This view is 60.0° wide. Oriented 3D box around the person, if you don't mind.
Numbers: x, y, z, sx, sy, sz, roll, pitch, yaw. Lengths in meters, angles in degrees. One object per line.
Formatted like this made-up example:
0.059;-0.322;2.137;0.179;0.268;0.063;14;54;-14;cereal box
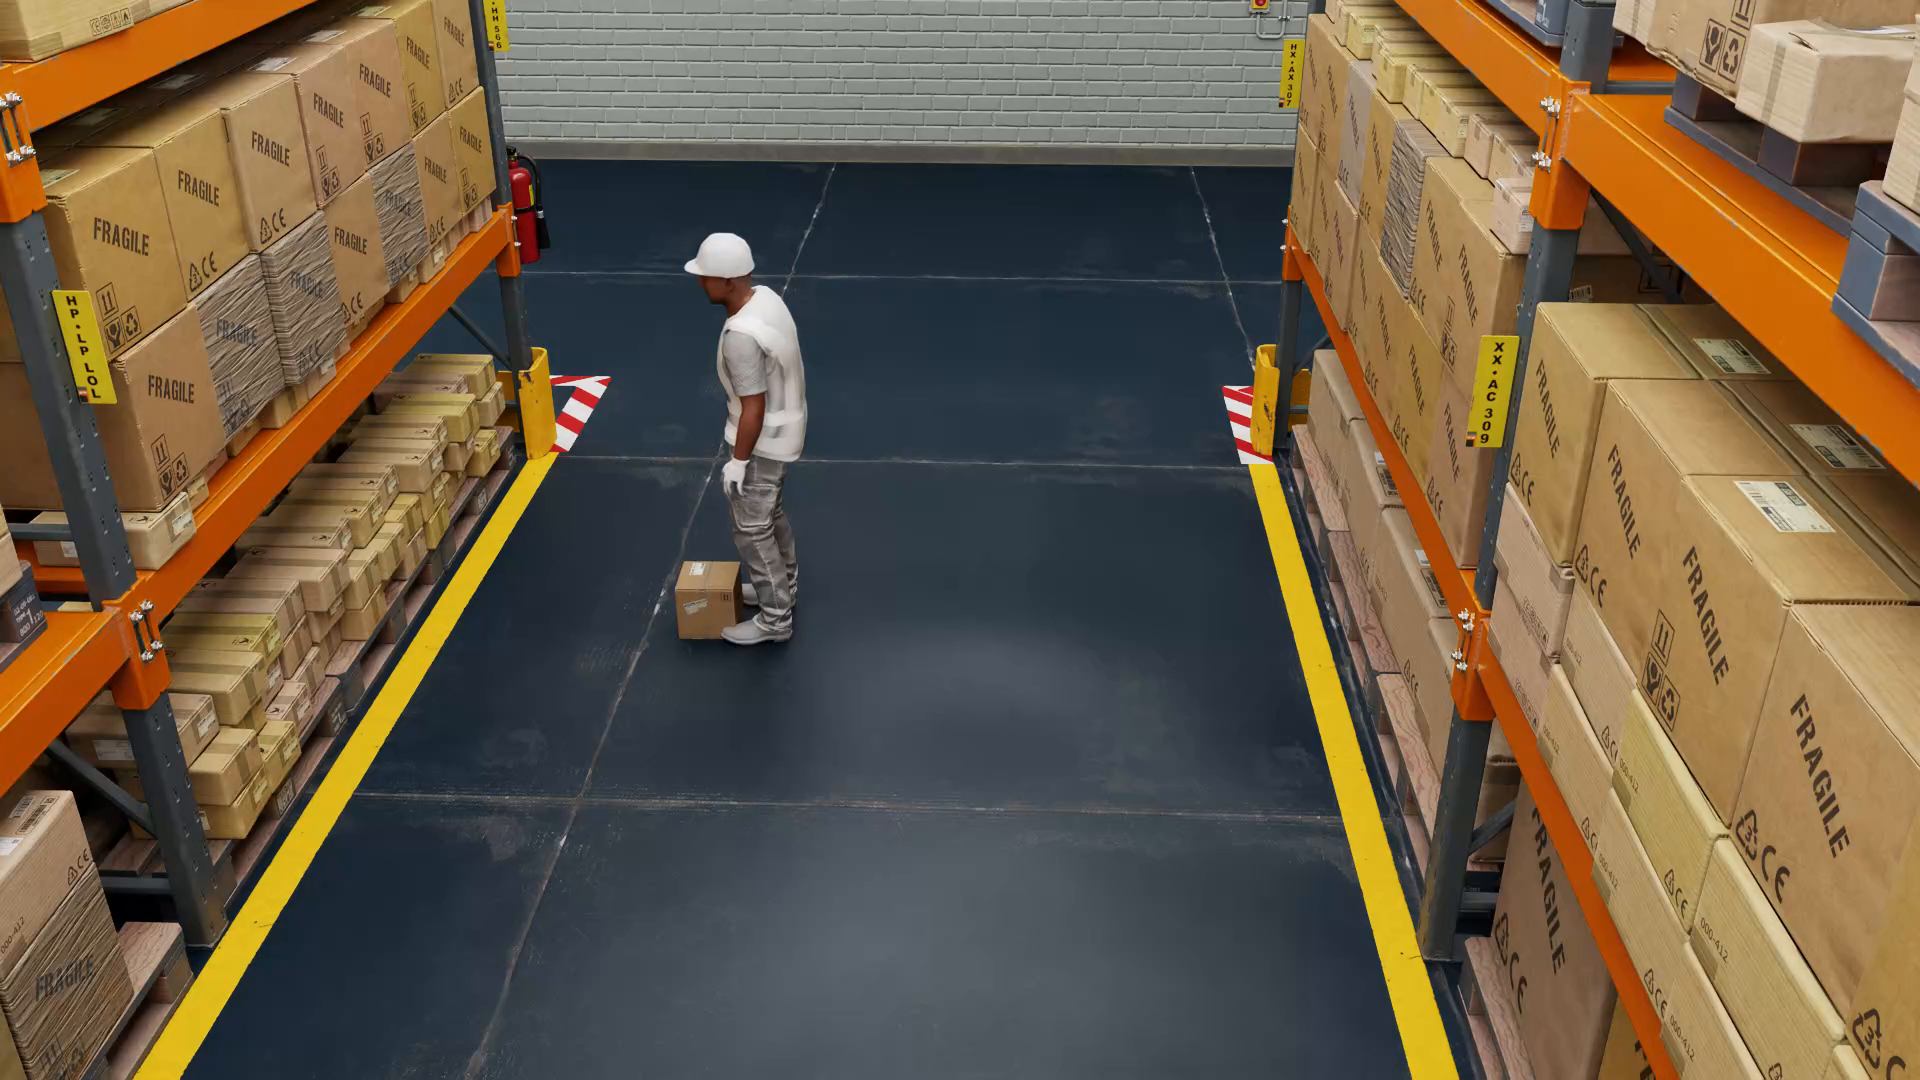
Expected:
-0.857;-0.416;6.899;0.446;1.775;0.617;1;28;2;person
